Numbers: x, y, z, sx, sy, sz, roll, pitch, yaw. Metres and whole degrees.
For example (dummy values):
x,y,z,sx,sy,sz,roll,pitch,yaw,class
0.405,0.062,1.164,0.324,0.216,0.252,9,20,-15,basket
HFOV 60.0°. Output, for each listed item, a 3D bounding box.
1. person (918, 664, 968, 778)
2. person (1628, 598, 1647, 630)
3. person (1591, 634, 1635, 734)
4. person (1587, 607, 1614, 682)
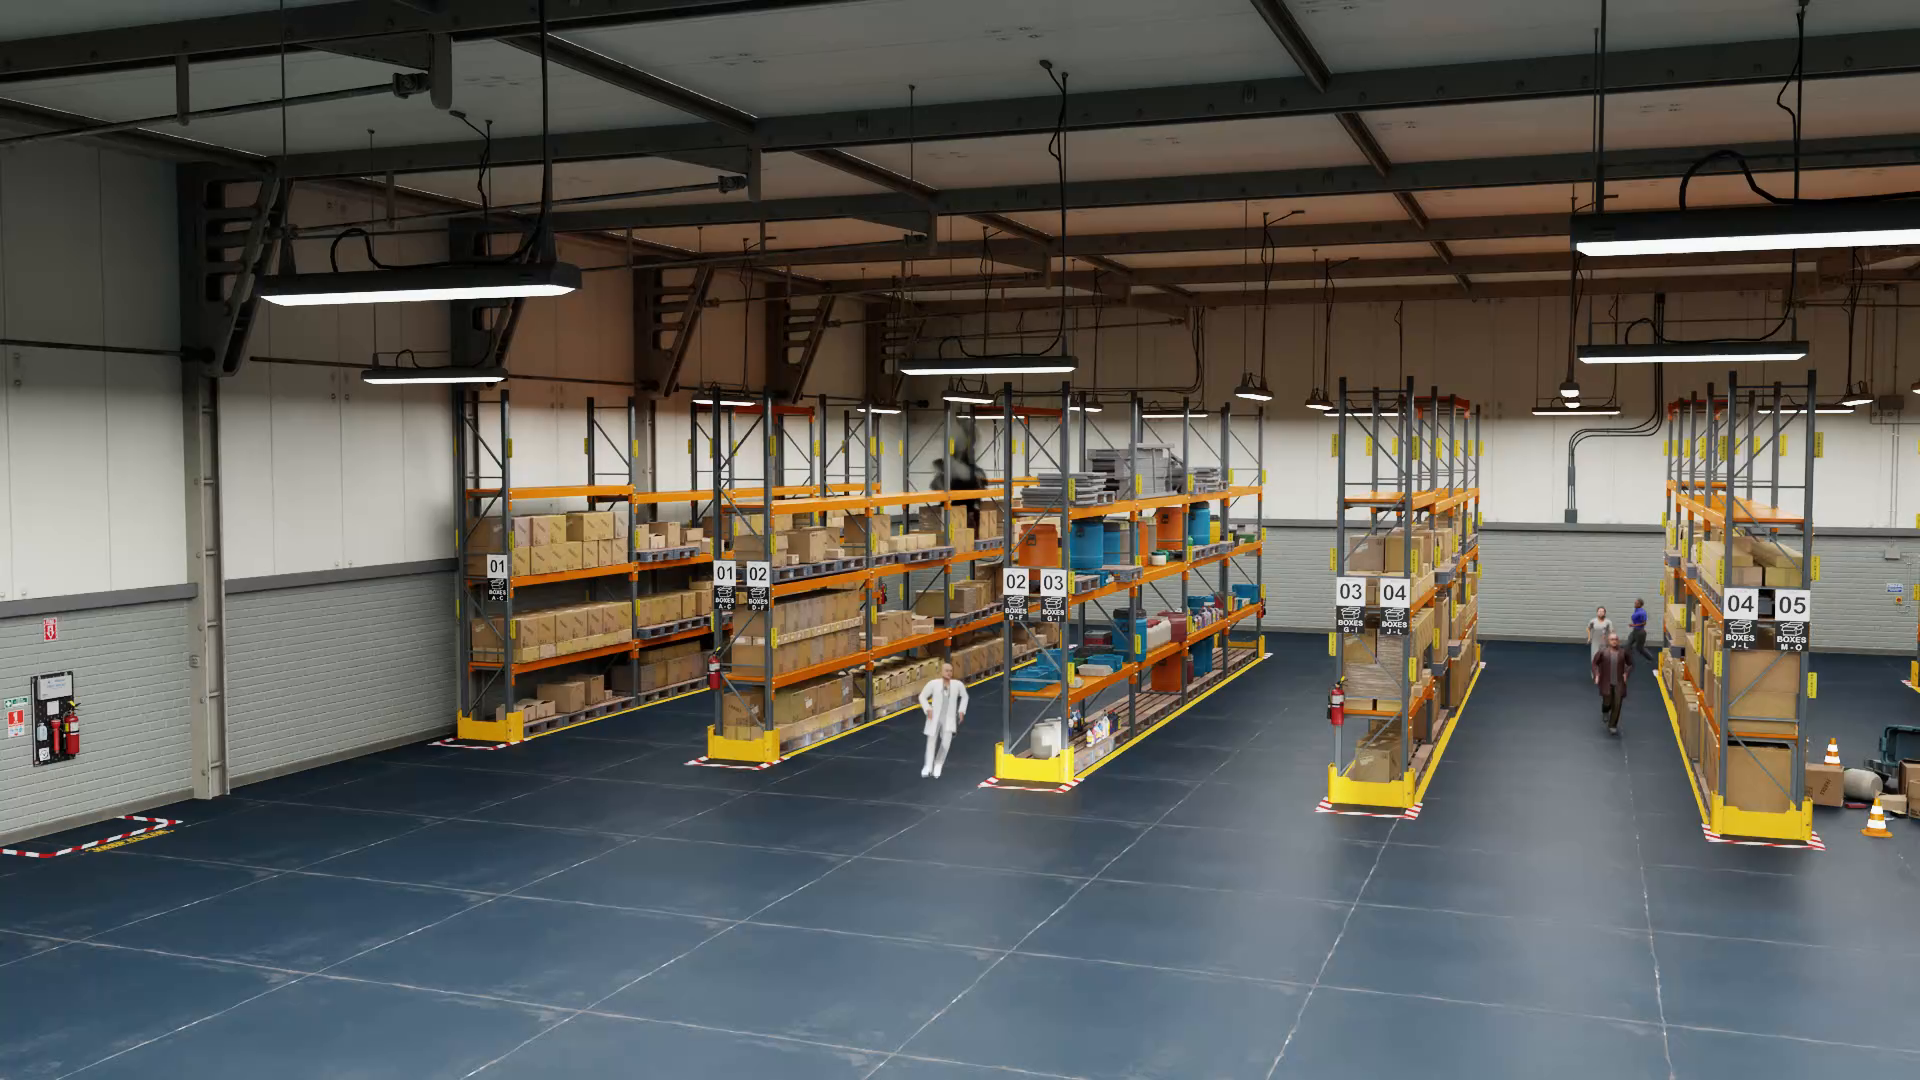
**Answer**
x,y,z,sx,sy,sz,roll,pitch,yaw,class
-0.250,2.746,25.294,0.775,1.737,0.649,0,3,-3,person
15.449,1.701,37.848,0.475,0.756,0.613,0,3,2,person
11.543,2.524,29.402,0.715,1.737,0.657,1,3,17,person
13.633,2.233,35.436,0.557,1.629,0.560,1,3,24,person
